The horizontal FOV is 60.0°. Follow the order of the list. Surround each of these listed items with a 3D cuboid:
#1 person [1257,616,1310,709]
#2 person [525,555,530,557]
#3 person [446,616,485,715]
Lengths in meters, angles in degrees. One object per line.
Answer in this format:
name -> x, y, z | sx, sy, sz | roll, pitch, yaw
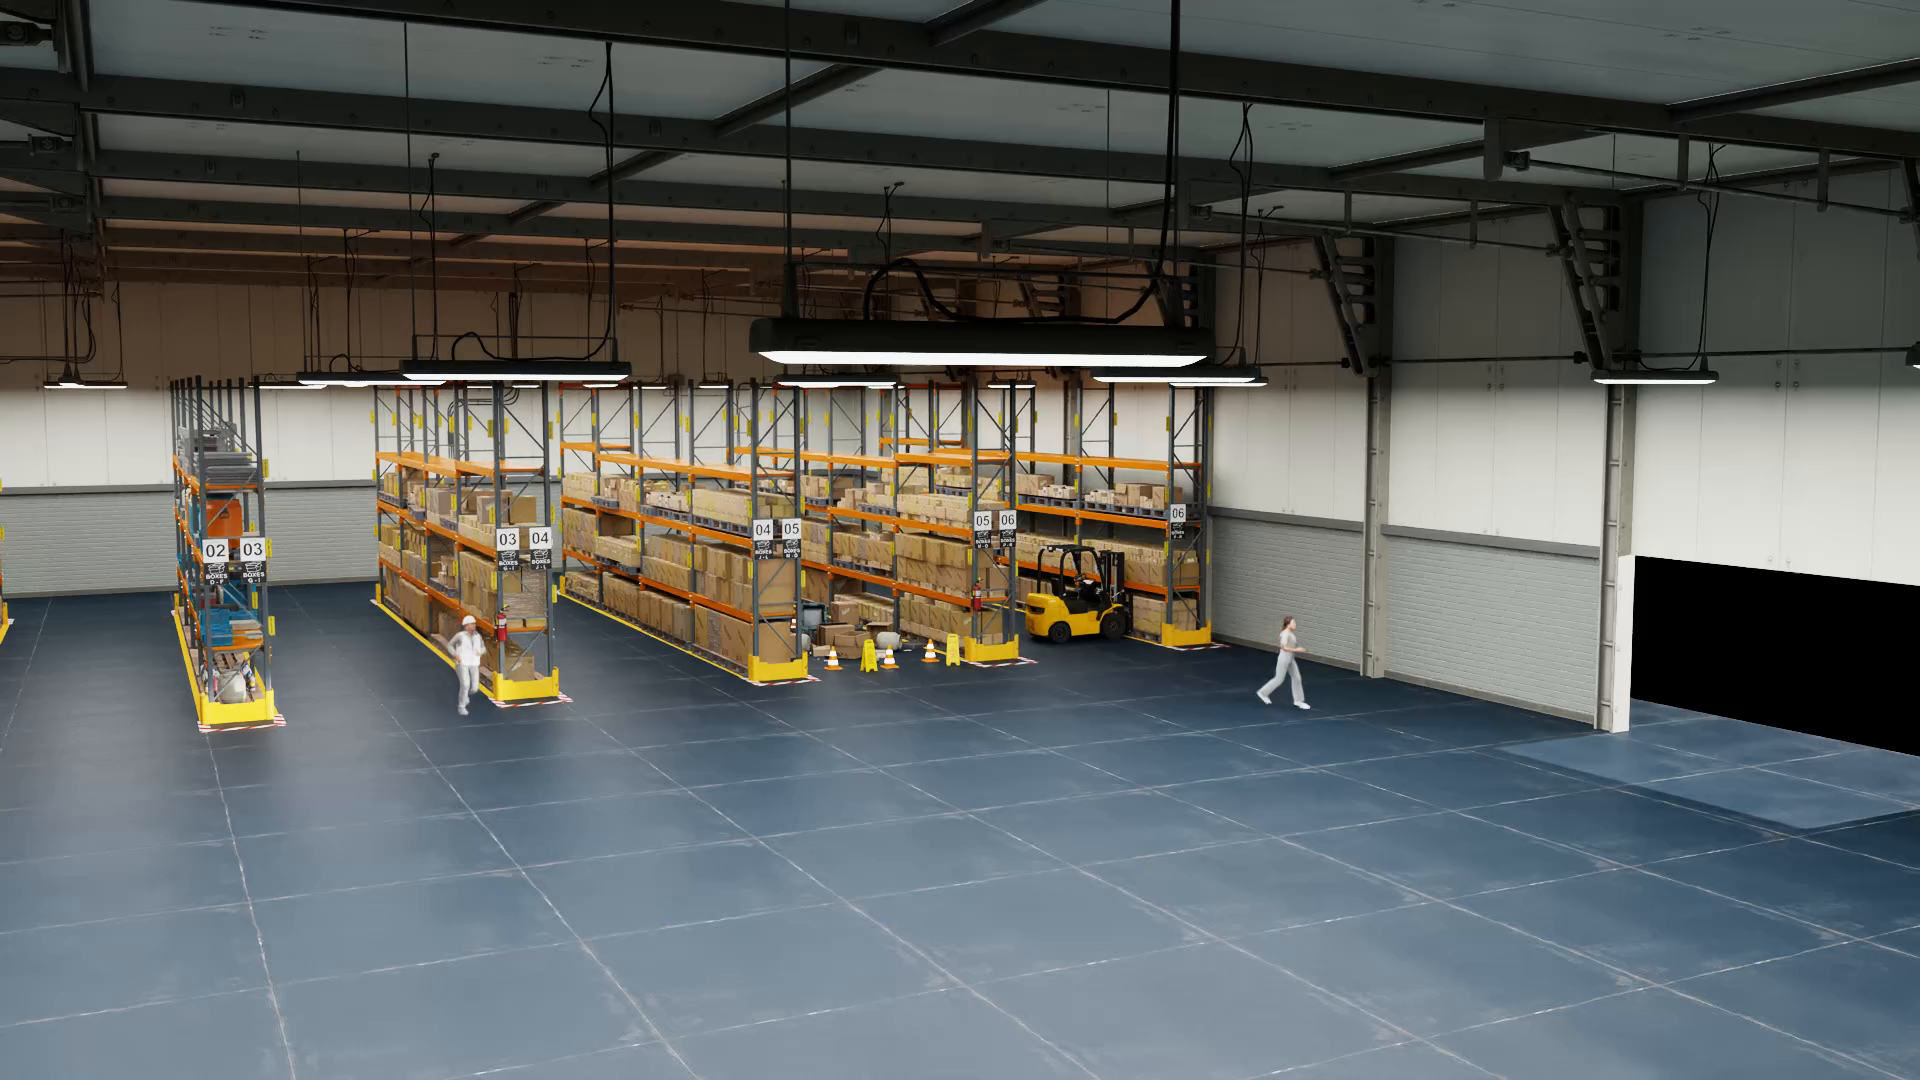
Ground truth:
person -> 5.872, 2.202, 30.098 | 0.959, 1.670, 0.535 | 3, 6, 28
person -> -11.857, 0.798, 45.616 | 0.700, 1.773, 0.687 | -3, 6, -27
person -> -8.853, 2.229, 29.925 | 0.688, 1.726, 0.767 | -5, 7, -43
